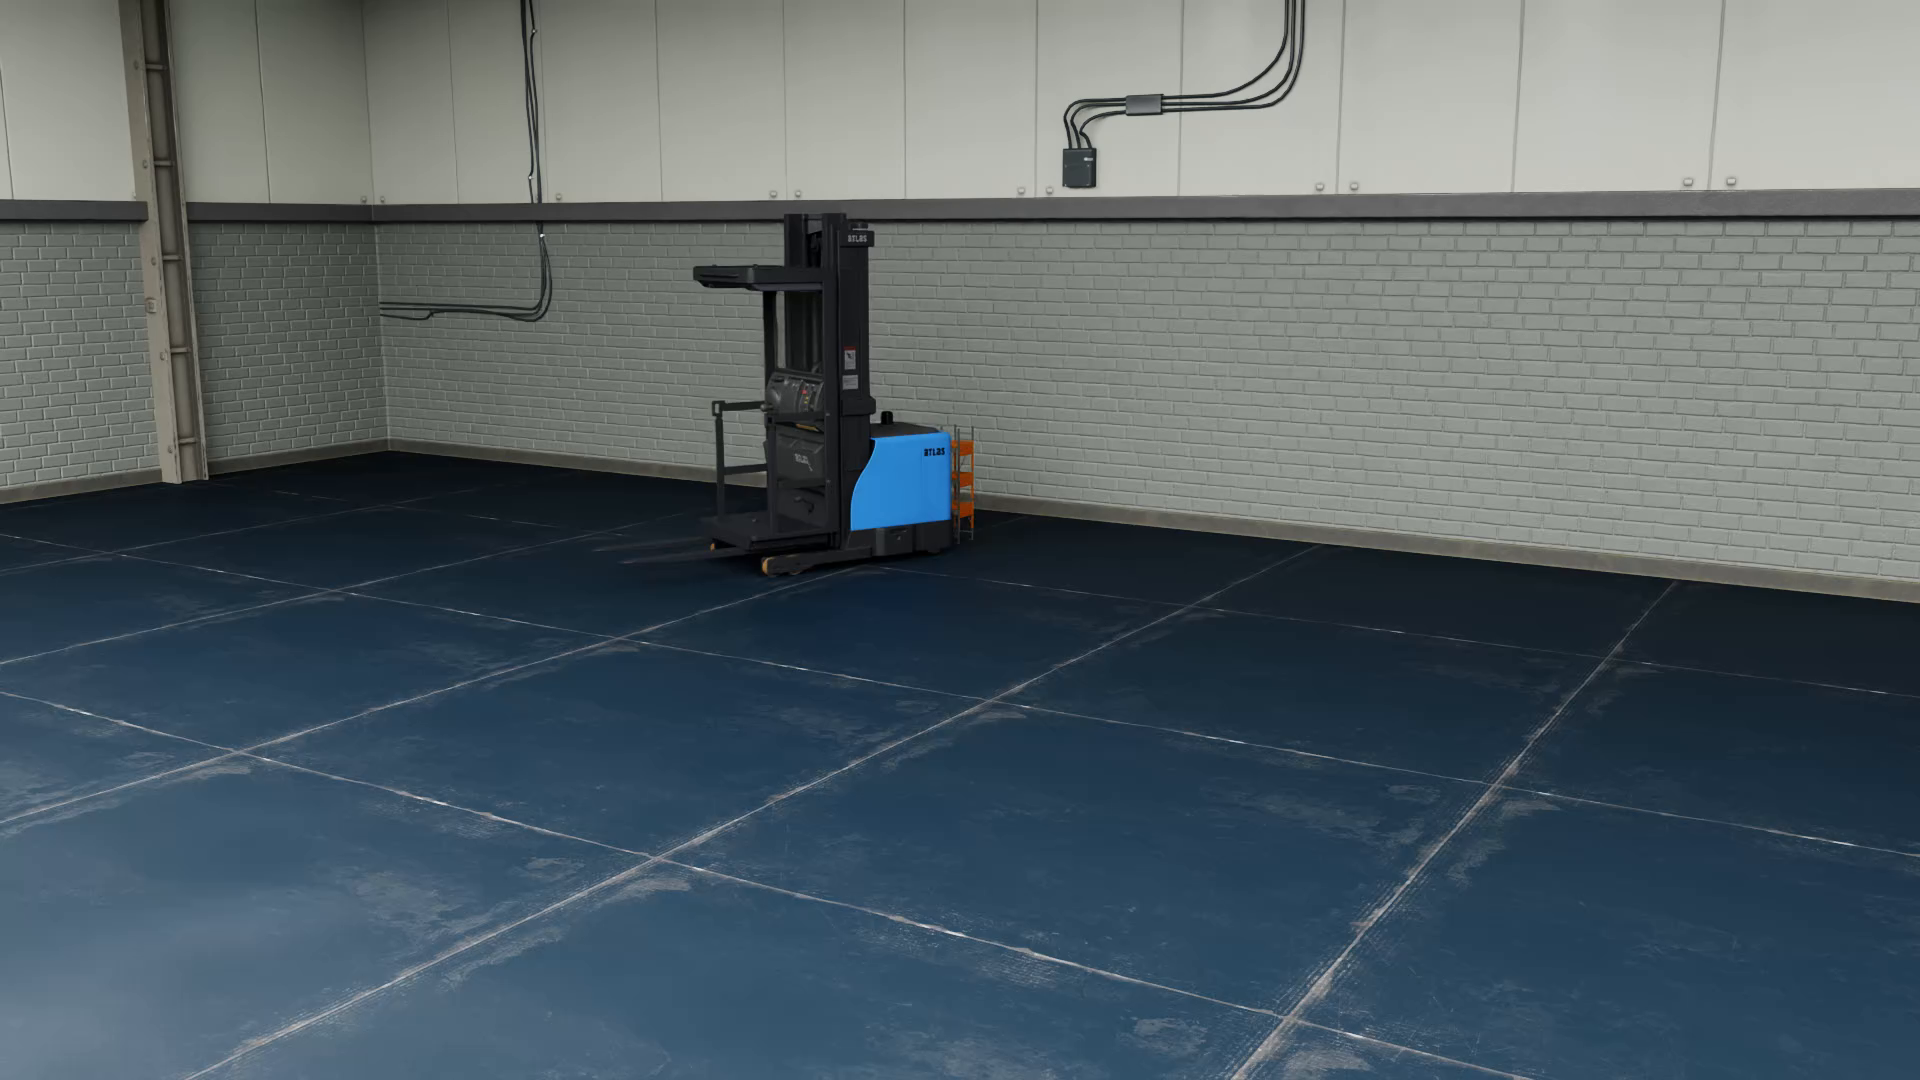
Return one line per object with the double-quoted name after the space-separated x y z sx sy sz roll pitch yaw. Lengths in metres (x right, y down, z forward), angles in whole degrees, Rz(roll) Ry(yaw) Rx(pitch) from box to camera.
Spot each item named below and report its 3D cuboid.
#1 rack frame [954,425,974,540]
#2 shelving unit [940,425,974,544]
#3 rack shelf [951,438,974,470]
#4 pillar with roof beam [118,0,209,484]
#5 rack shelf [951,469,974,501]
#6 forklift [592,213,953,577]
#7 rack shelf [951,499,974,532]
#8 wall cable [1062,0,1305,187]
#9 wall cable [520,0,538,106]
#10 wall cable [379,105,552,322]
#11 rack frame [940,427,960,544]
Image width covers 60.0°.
0.036 -0.527 15.211 0.200 1.050 0.008 6 12 31 "rack frame"
-0.028 -0.508 15.108 0.215 1.050 0.252 6 12 31 "shelving unit"
-0.028 -0.776 15.058 0.215 0.259 0.240 6 12 31 "rack shelf"
-5.112 -4.689 15.842 9.100 9.000 0.400 6 12 31 "pillar with roof beam"
-0.028 -0.497 15.110 0.215 0.259 0.240 6 12 31 "rack shelf"
-1.573 -1.245 13.937 3.031 2.935 1.130 -7 13 -33 "forklift"
-0.028 -0.224 15.162 0.215 0.259 0.240 6 12 31 "rack shelf"
1.974 -6.200 14.668 2.305 6.003 0.169 6 12 31 "wall cable"
-3.819 -6.135 18.280 3.097 2.526 0.112 6 12 31 "wall cable"
-6.131 -3.911 20.125 3.097 2.526 0.112 6 12 31 "wall cable"
-0.091 -0.488 15.006 0.200 1.050 0.008 6 12 31 "rack frame"
